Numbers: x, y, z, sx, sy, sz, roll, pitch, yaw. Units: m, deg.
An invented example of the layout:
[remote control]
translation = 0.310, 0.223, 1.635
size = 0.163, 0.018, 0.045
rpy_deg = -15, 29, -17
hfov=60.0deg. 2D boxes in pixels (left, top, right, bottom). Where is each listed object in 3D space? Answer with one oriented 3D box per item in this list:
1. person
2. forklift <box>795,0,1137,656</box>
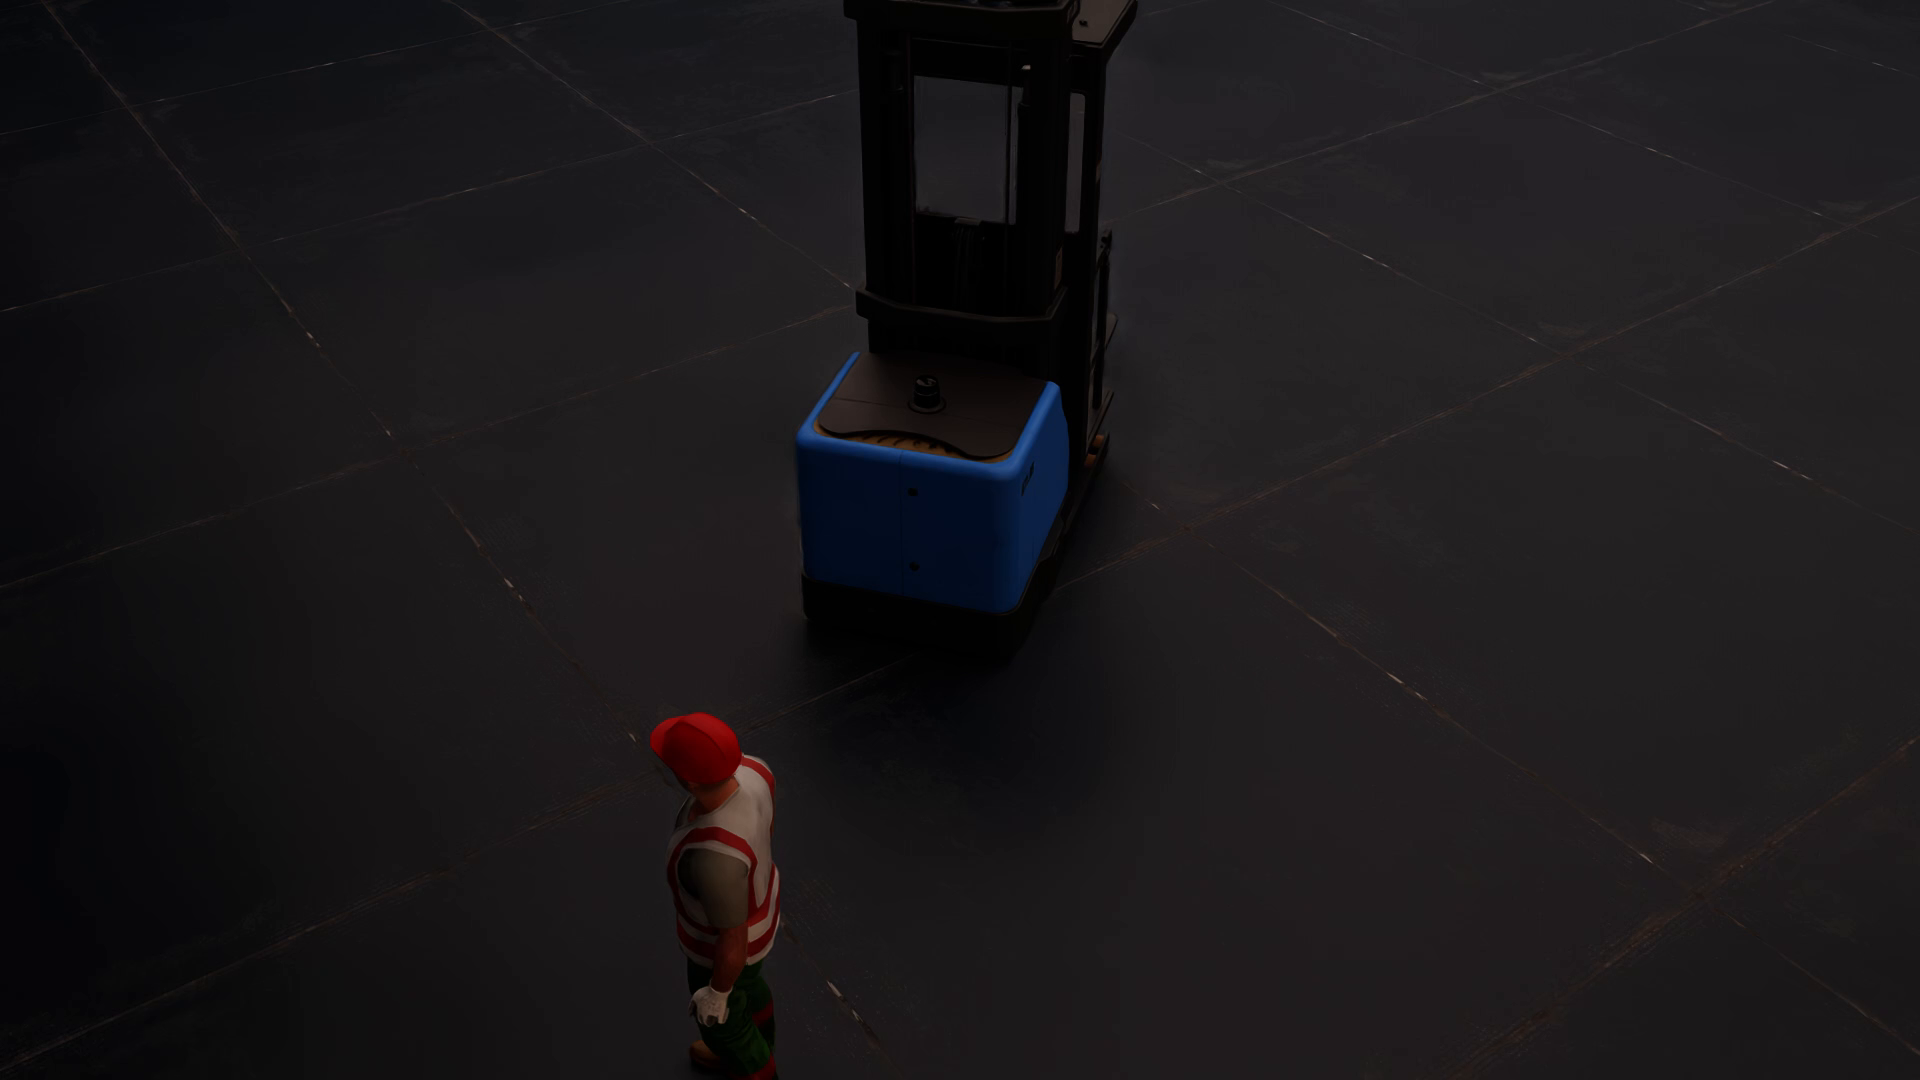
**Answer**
[person]
translation = -0.769, 1.213, 5.268
size = 0.403, 1.791, 0.671
rpy_deg = 2, 37, 3
[forklift]
translation = 0.172, -1.527, 8.010
size = 1.130, 2.935, 3.031
rpy_deg = 10, 38, 13
